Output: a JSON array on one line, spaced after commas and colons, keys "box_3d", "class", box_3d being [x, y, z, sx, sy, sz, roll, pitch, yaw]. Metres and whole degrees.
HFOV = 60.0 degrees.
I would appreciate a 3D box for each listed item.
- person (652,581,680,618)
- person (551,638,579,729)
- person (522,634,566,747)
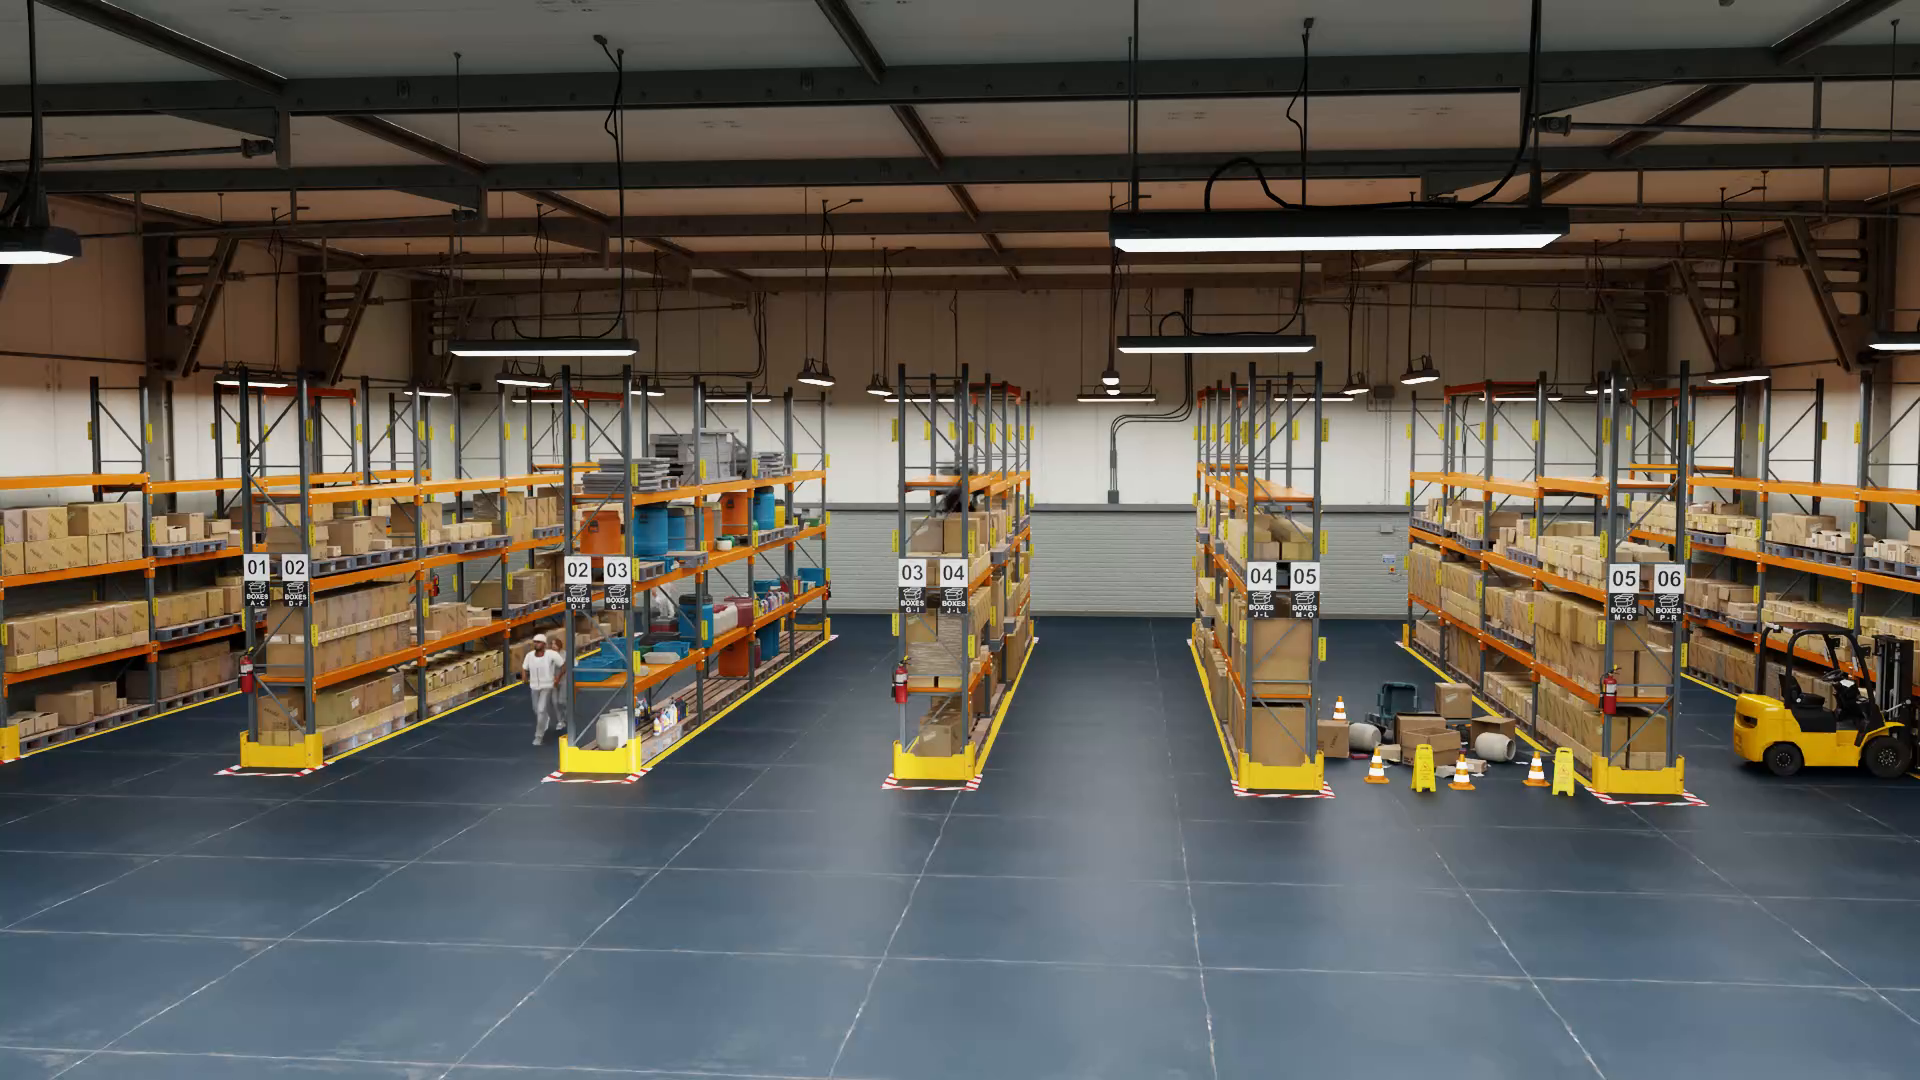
[{"box_3d": [-7.425, 1.487, 41.521, 0.746, 1.767, 0.763, 4, 5, 44], "class": "person"}, {"box_3d": [-6.760, 2.431, 28.080, 0.560, 1.558, 0.605, 1, 4, 9], "class": "person"}, {"box_3d": [-6.755, 2.399, 26.972, 0.709, 1.766, 0.934, 1, 4, 11], "class": "person"}]
